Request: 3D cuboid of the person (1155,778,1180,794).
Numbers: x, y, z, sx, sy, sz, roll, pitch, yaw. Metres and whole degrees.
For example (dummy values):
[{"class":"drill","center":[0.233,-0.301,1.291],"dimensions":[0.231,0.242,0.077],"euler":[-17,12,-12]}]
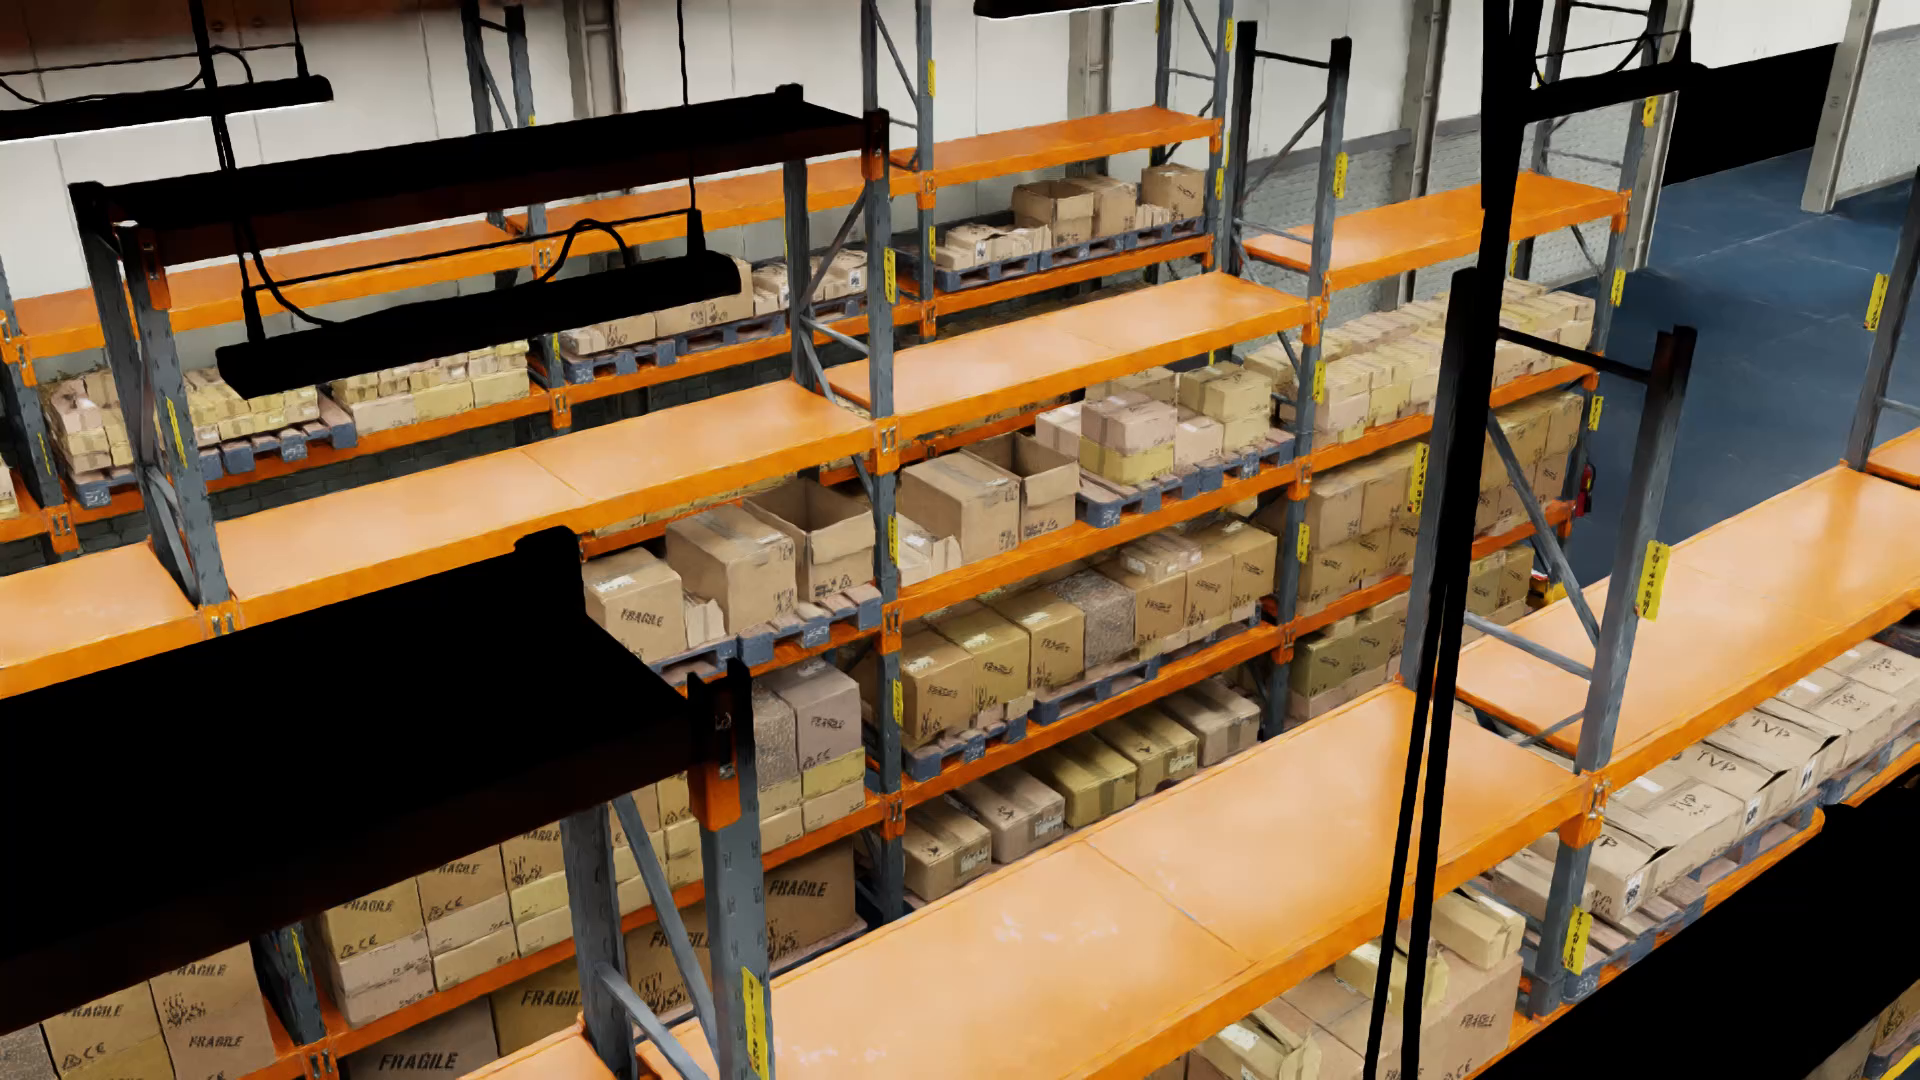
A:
[{"class":"person","center":[1.402,2.416,11.398],"dimensions":[0.549,1.530,0.571],"euler":[-5,27,-10]}]
